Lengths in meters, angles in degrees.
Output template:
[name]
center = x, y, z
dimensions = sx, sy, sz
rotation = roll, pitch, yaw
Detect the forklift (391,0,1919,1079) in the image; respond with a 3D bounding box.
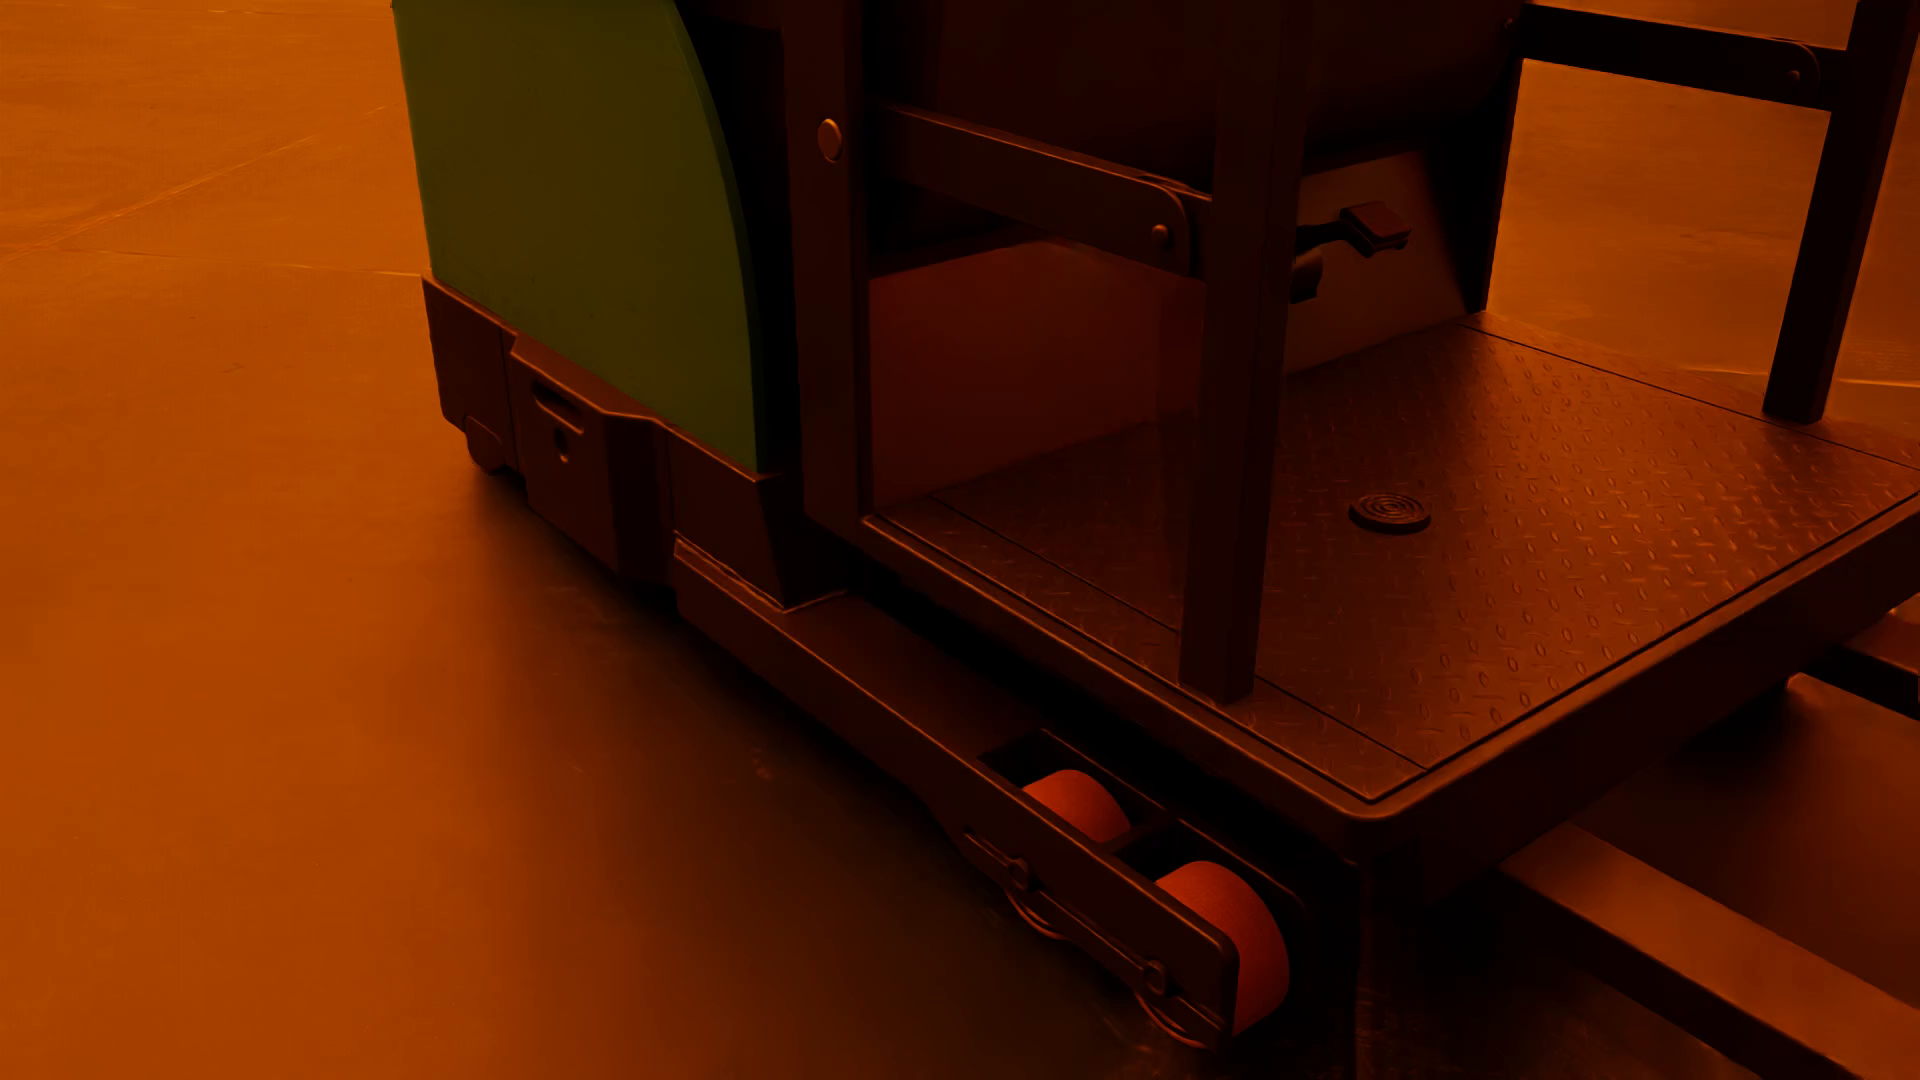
[forklift]
center = 0.444, -1.090, 1.406
dimensions = 1.130, 2.935, 3.031
rotation = -20, 33, -34
